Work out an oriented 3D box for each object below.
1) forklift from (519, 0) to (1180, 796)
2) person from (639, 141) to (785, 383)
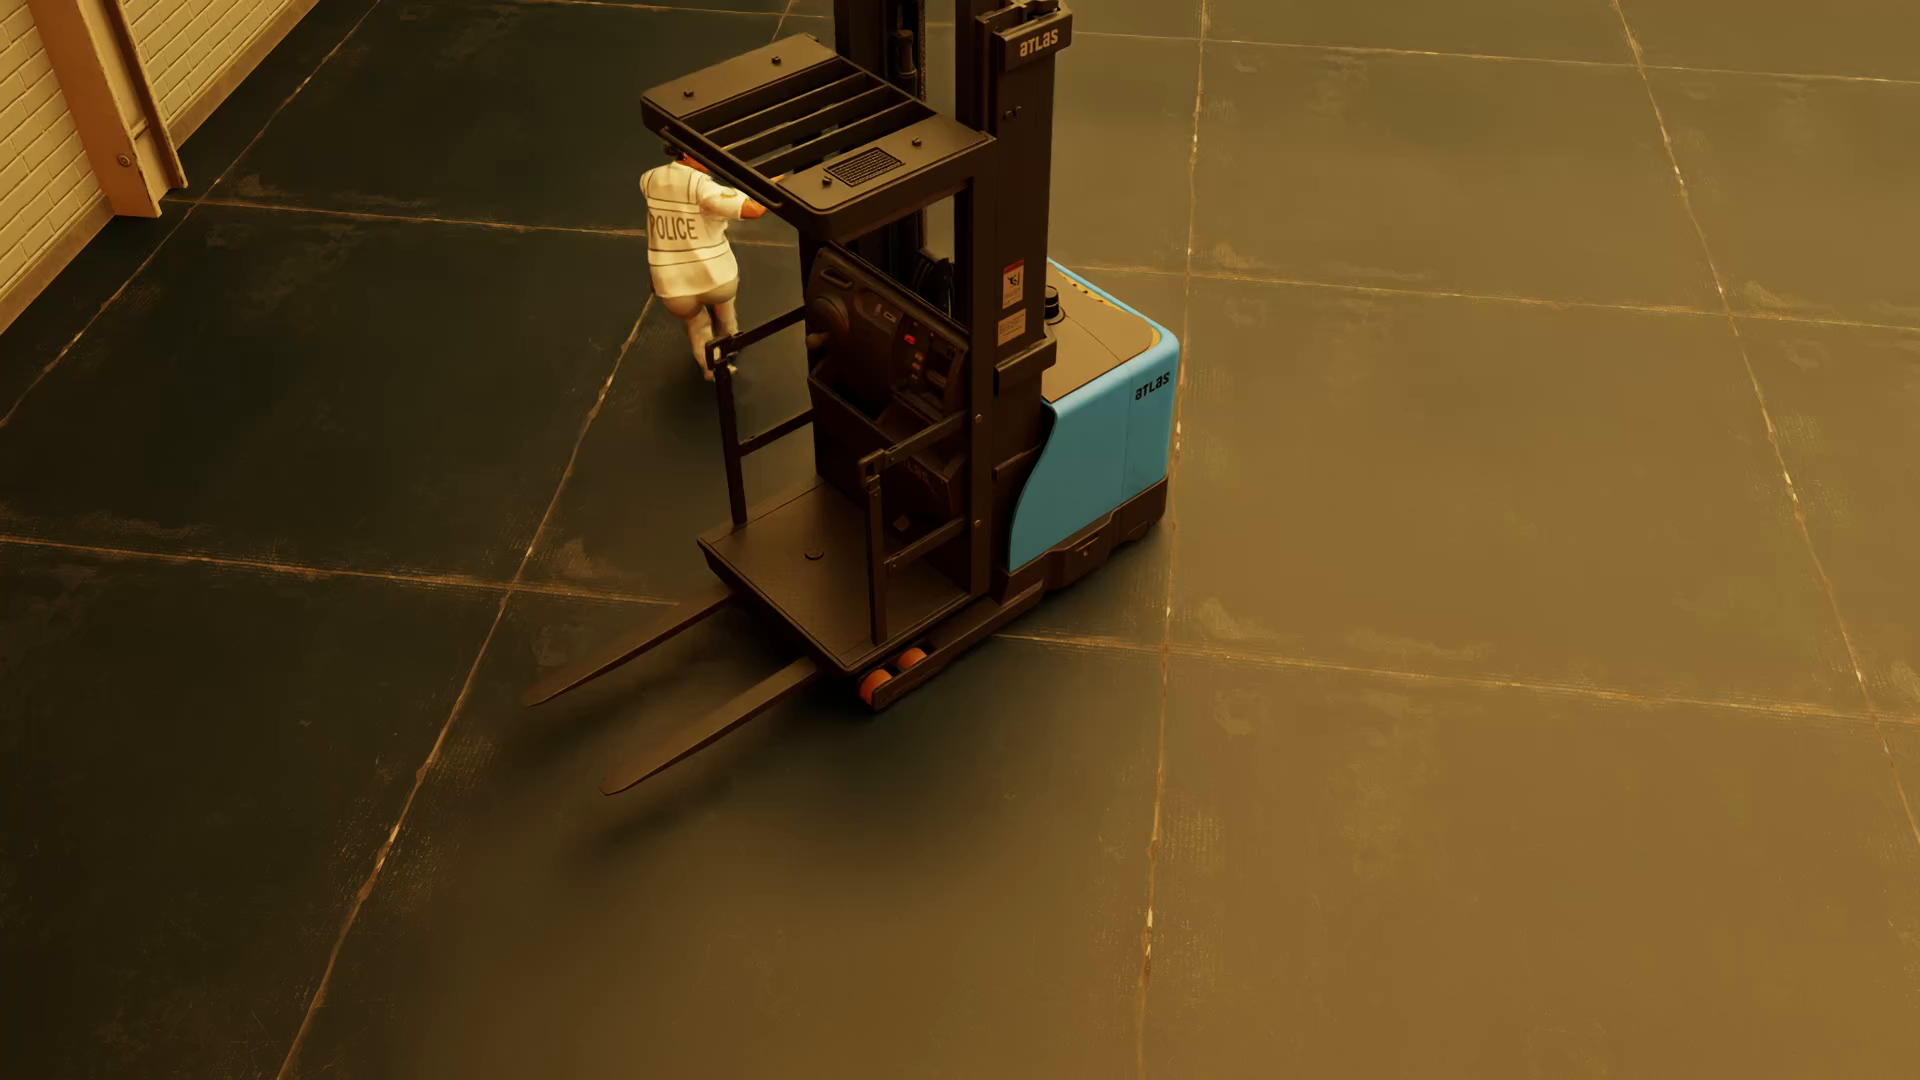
[{"bbox_3d":[-0.461,-0.764,6.556,3.031,2.935,1.130,-31,51,-29],"label":"forklift"},{"bbox_3d":[-1.243,-1.544,8.558,0.738,1.401,1.027,1,43,1],"label":"person"}]
